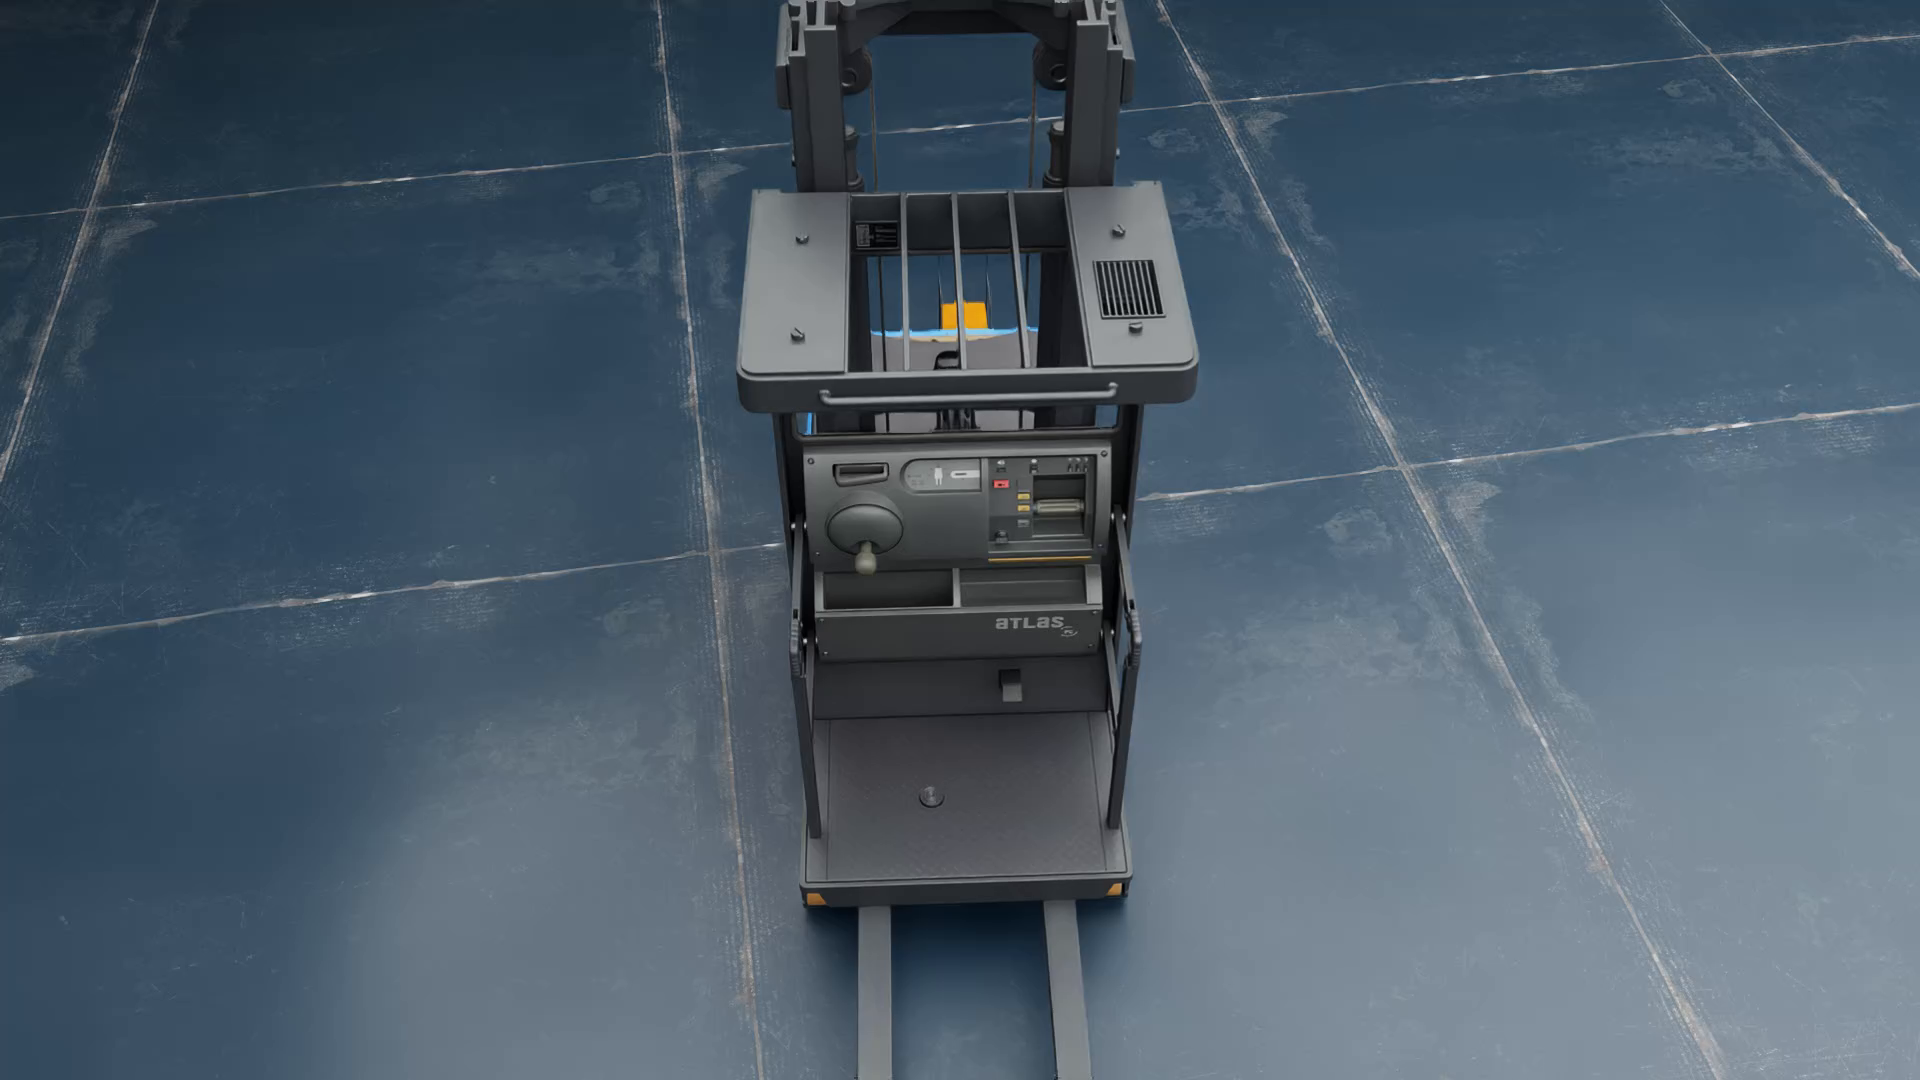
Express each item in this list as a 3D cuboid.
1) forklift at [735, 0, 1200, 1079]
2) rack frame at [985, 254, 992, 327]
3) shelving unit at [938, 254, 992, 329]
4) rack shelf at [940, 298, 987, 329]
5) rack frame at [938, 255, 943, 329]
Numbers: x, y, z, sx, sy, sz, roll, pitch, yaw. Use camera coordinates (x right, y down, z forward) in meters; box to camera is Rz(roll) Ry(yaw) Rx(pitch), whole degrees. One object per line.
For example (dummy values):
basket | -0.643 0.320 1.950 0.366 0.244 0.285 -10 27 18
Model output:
forklift | 0.005 -0.004 4.912 1.130 2.935 3.031 -2 46 -1
rack frame | 0.108 -0.604 6.692 0.006 1.200 0.240 -3 46 -2
shelving unit | 0.017 -0.600 6.688 0.189 1.200 0.258 -3 46 -2
rack shelf | 0.017 -0.819 6.460 0.180 0.103 0.258 -3 46 -2
rack frame | -0.074 -0.596 6.684 0.006 1.200 0.240 -3 46 -2
